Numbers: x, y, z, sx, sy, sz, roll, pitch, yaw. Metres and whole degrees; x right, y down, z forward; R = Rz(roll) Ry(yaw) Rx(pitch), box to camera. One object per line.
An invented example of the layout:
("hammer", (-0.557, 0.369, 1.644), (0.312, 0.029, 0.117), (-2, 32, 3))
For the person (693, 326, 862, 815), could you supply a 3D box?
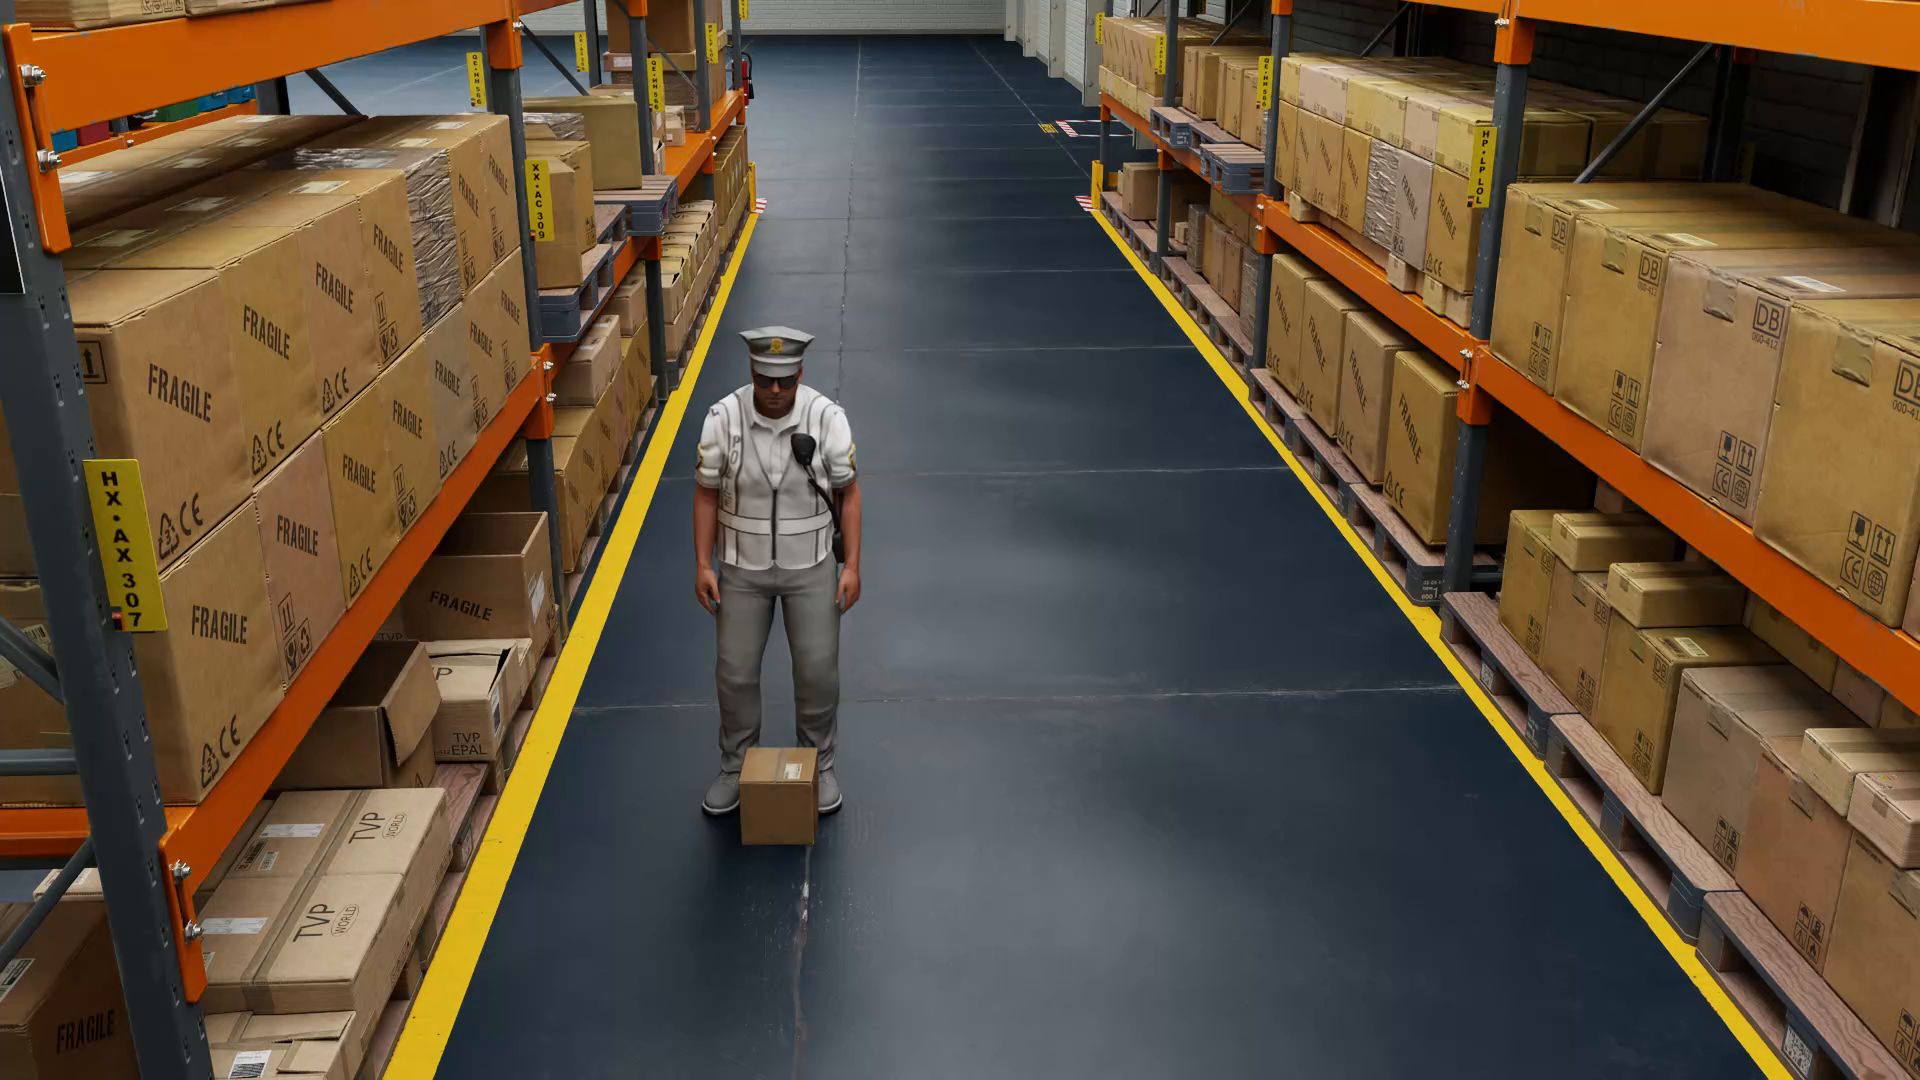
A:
("person", (-0.635, 0.094, 5.812), (0.590, 1.746, 0.436), (-1, 20, -2))
